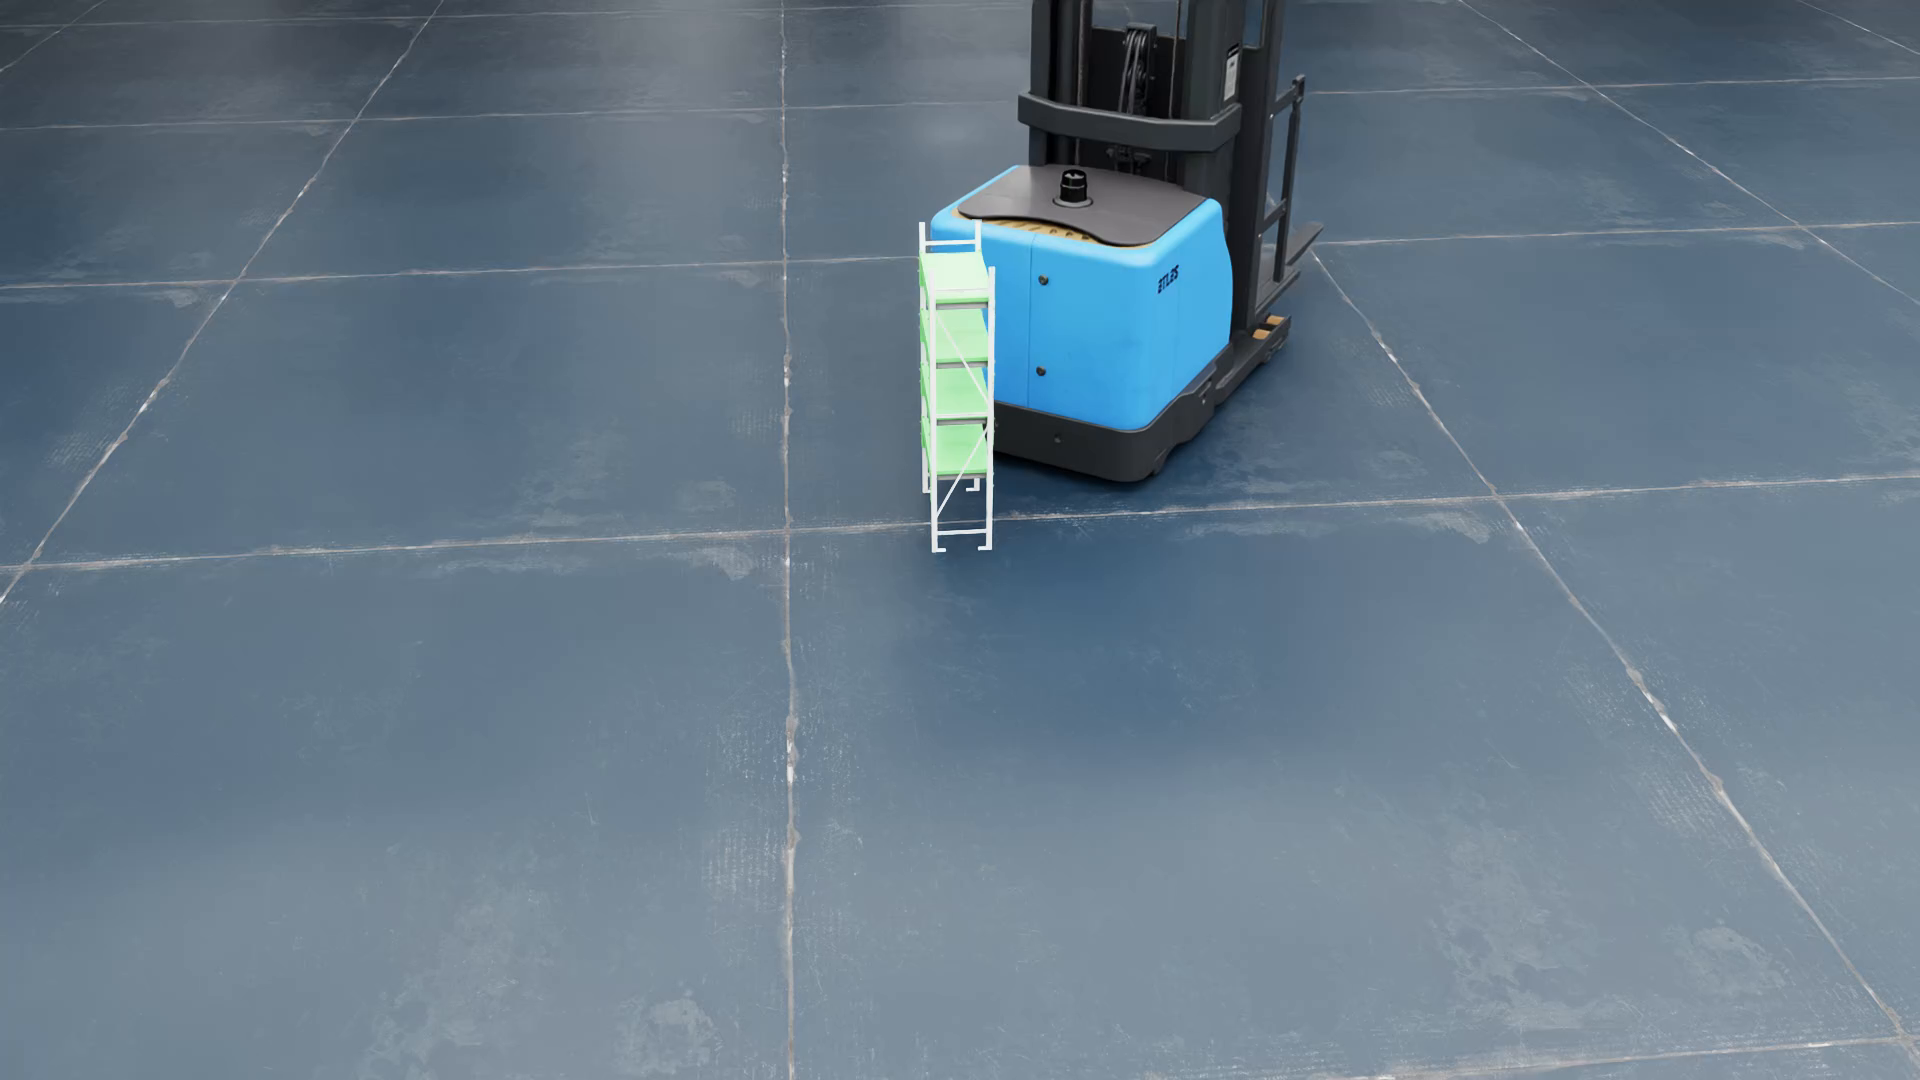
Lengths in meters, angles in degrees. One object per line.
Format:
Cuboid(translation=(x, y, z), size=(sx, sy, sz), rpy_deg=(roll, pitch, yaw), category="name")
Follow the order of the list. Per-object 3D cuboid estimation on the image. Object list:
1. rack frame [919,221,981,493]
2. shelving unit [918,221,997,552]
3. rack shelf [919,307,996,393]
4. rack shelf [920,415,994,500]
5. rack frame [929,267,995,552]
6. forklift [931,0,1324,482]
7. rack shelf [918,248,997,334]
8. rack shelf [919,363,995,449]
Cuboid(translation=(-0.038, -0.724, 6.792), size=(0.240, 1.200, 0.015), rpy_deg=(-3, 31, -5), category="rack frame")
Cuboid(translation=(-0.015, -0.600, 6.584), size=(0.258, 1.200, 0.503), rpy_deg=(-3, 31, -5), category="shelving unit")
Cuboid(translation=(-0.015, -0.751, 6.494), size=(0.258, 0.148, 0.480), rpy_deg=(-3, 31, -5), category="rack shelf")
Cuboid(translation=(-0.015, -0.339, 6.740), size=(0.258, 0.148, 0.480), rpy_deg=(-3, 31, -5), category="rack shelf")
Cuboid(translation=(0.007, -0.475, 6.375), size=(0.240, 1.200, 0.015), rpy_deg=(-3, 31, -5), category="rack frame")
Cuboid(translation=(1.007, -2.231, 7.626), size=(1.130, 2.935, 3.031), rpy_deg=(16, 34, 24), category="forklift")
Cuboid(translation=(-0.015, -0.957, 6.370), size=(0.258, 0.148, 0.480), rpy_deg=(-3, 31, -5), category="rack shelf")
Cuboid(translation=(-0.015, -0.545, 6.617), size=(0.258, 0.148, 0.480), rpy_deg=(-3, 31, -5), category="rack shelf")
